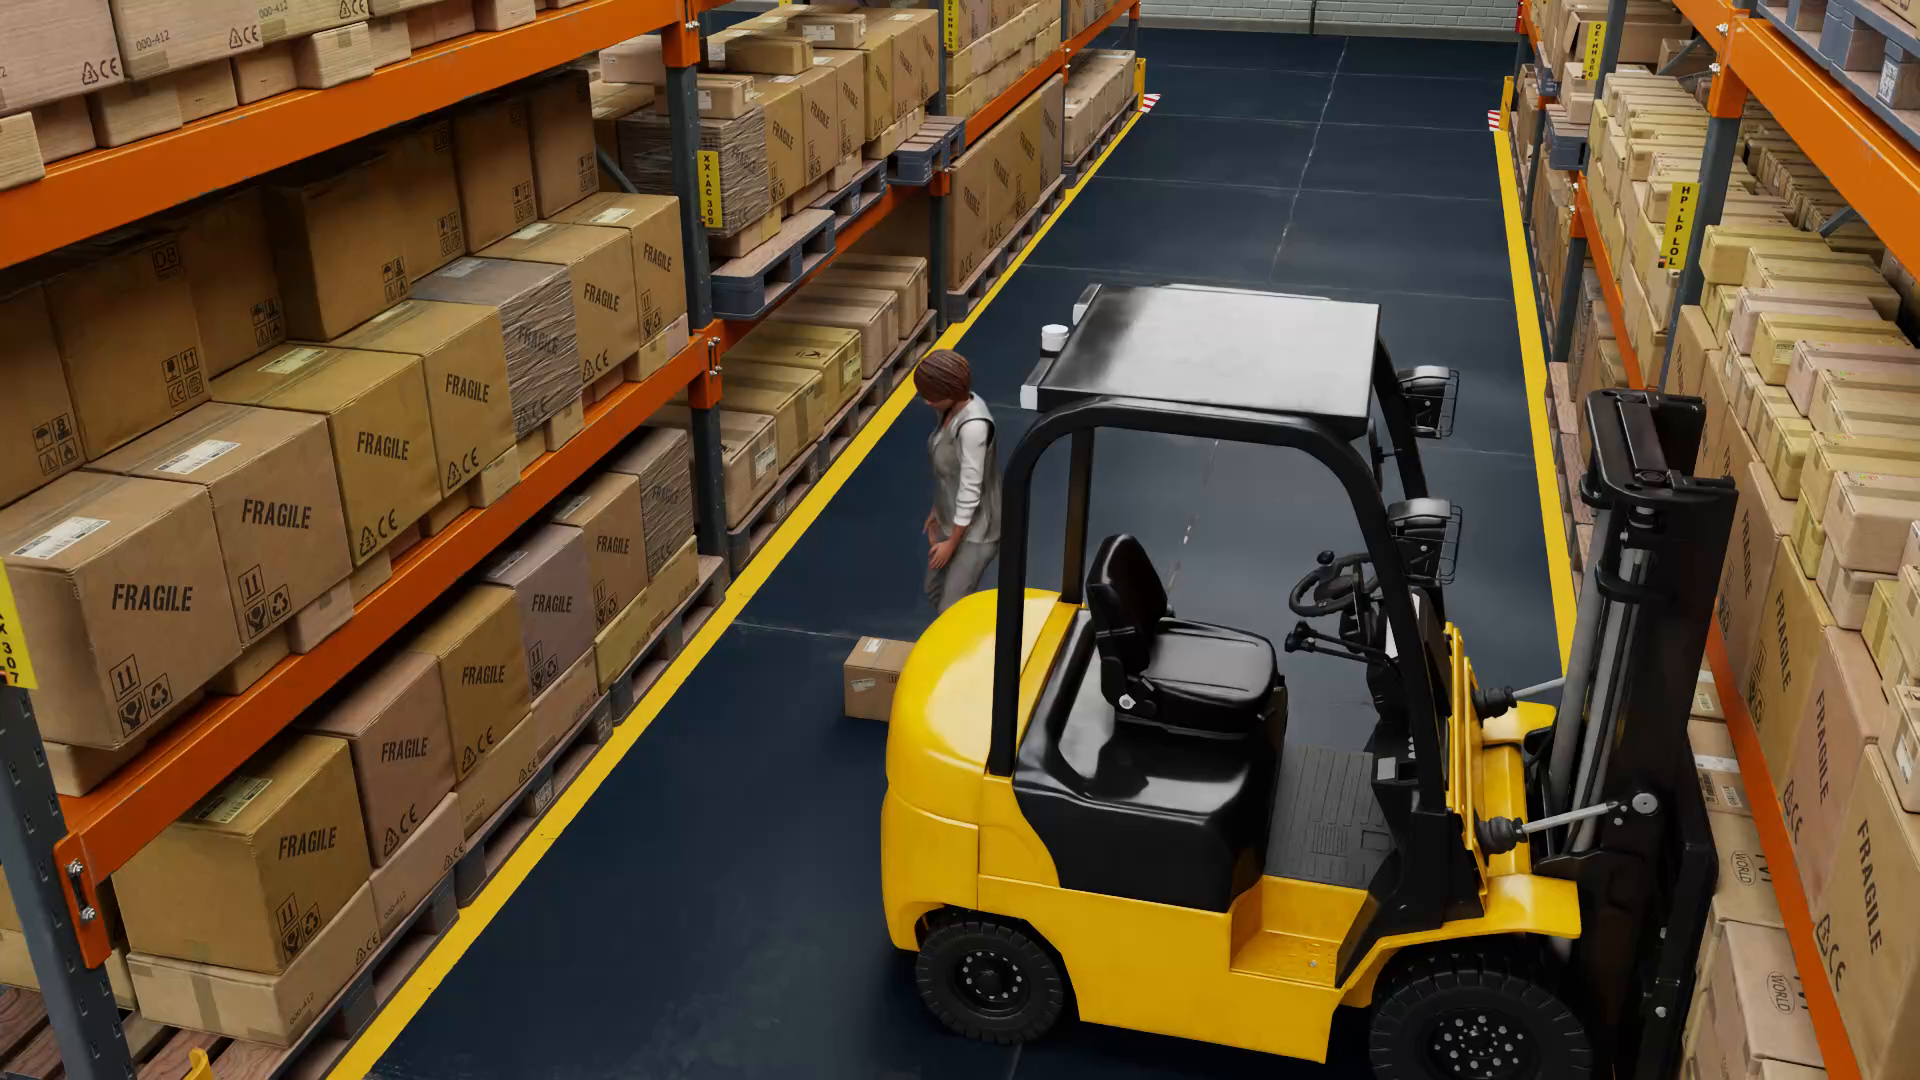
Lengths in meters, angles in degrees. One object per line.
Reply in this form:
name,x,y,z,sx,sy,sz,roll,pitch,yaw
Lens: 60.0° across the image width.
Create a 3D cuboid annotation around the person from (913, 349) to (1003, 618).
person,0.008,-0.024,6.747,0.383,1.542,0.426,-6,26,-12
